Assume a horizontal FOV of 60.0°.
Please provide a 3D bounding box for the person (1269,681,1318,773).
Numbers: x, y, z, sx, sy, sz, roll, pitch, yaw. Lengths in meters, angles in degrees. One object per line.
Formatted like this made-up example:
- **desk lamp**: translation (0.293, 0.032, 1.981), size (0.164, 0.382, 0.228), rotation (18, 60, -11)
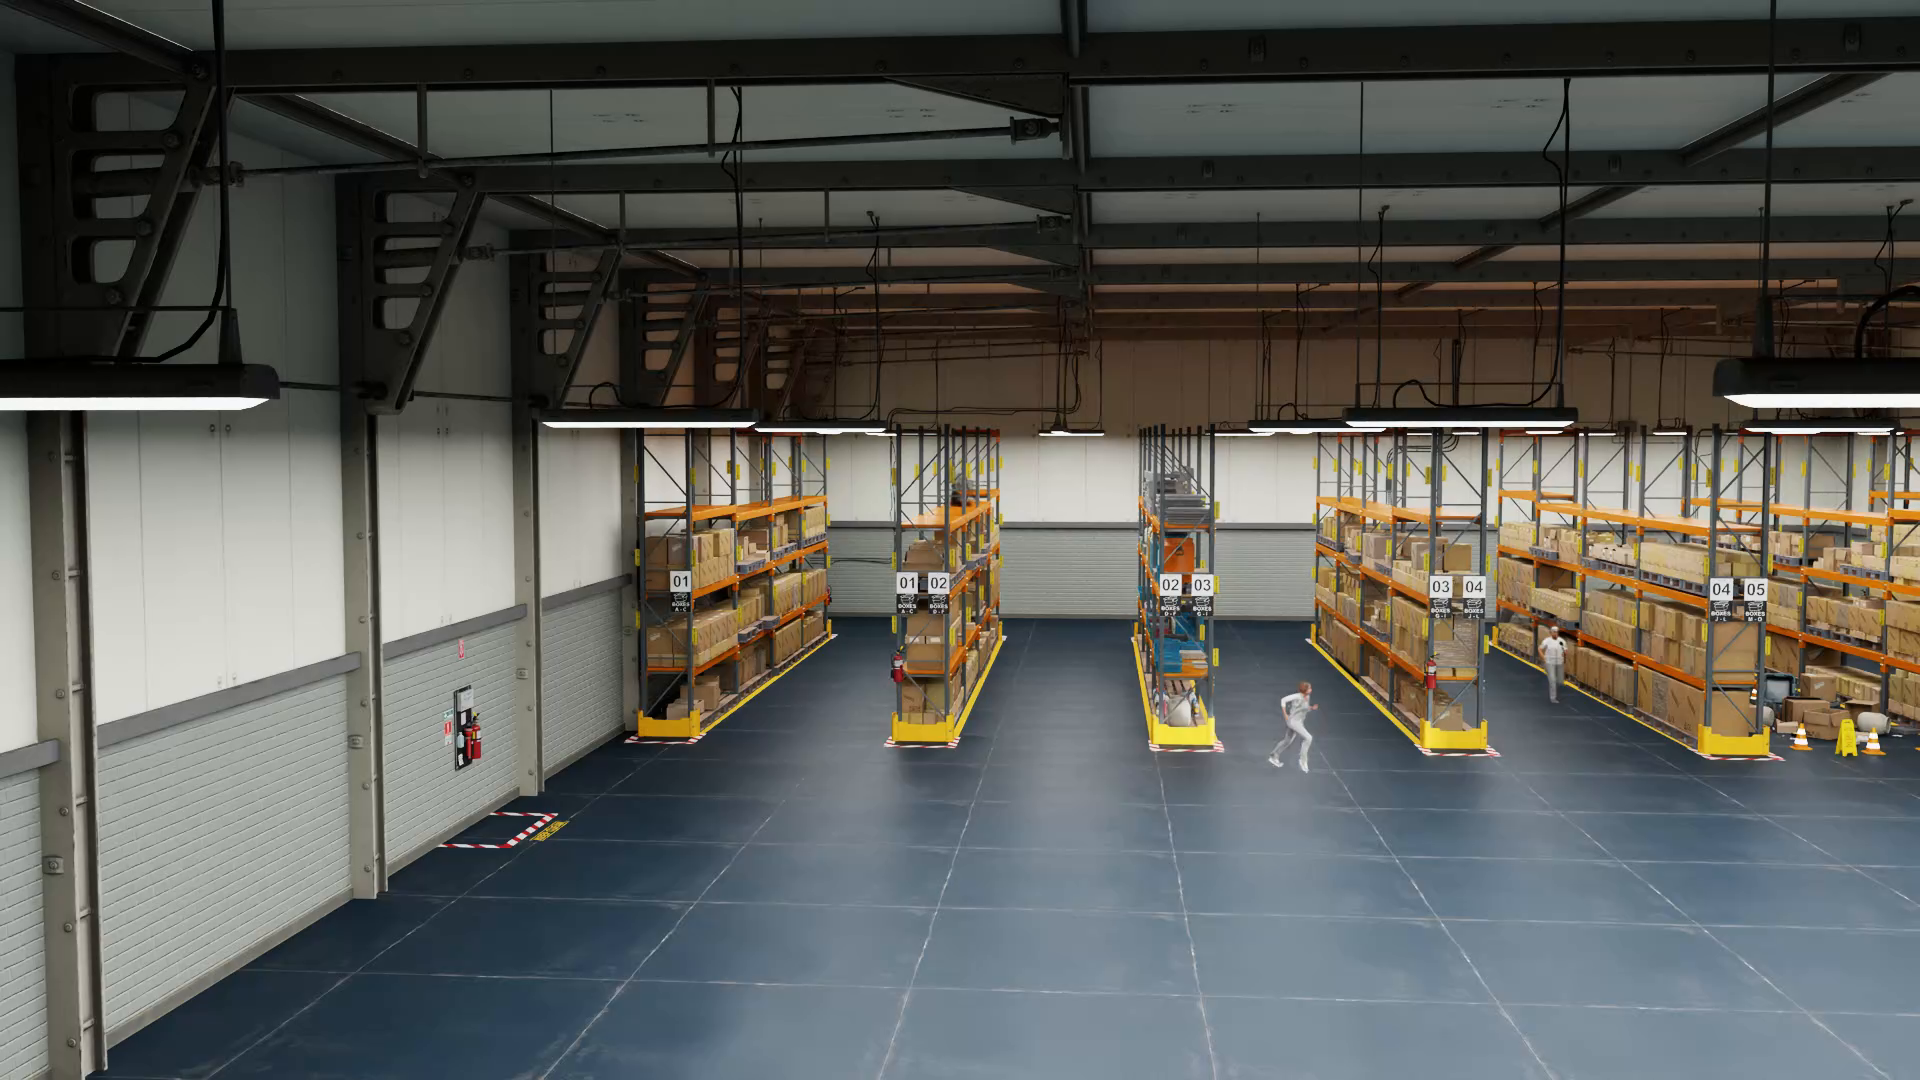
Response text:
- **person**: translation (5.732, 3.198, 28.609), size (0.869, 1.577, 0.532), rotation (2, 4, 28)

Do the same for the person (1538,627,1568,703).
- **person**: translation (12.933, 2.705, 36.230), size (0.620, 1.622, 0.823), rotation (0, 3, 4)

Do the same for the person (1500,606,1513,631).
- **person**: translation (15.661, 2.052, 47.475), size (0.724, 1.615, 0.614), rotation (0, 3, 5)
